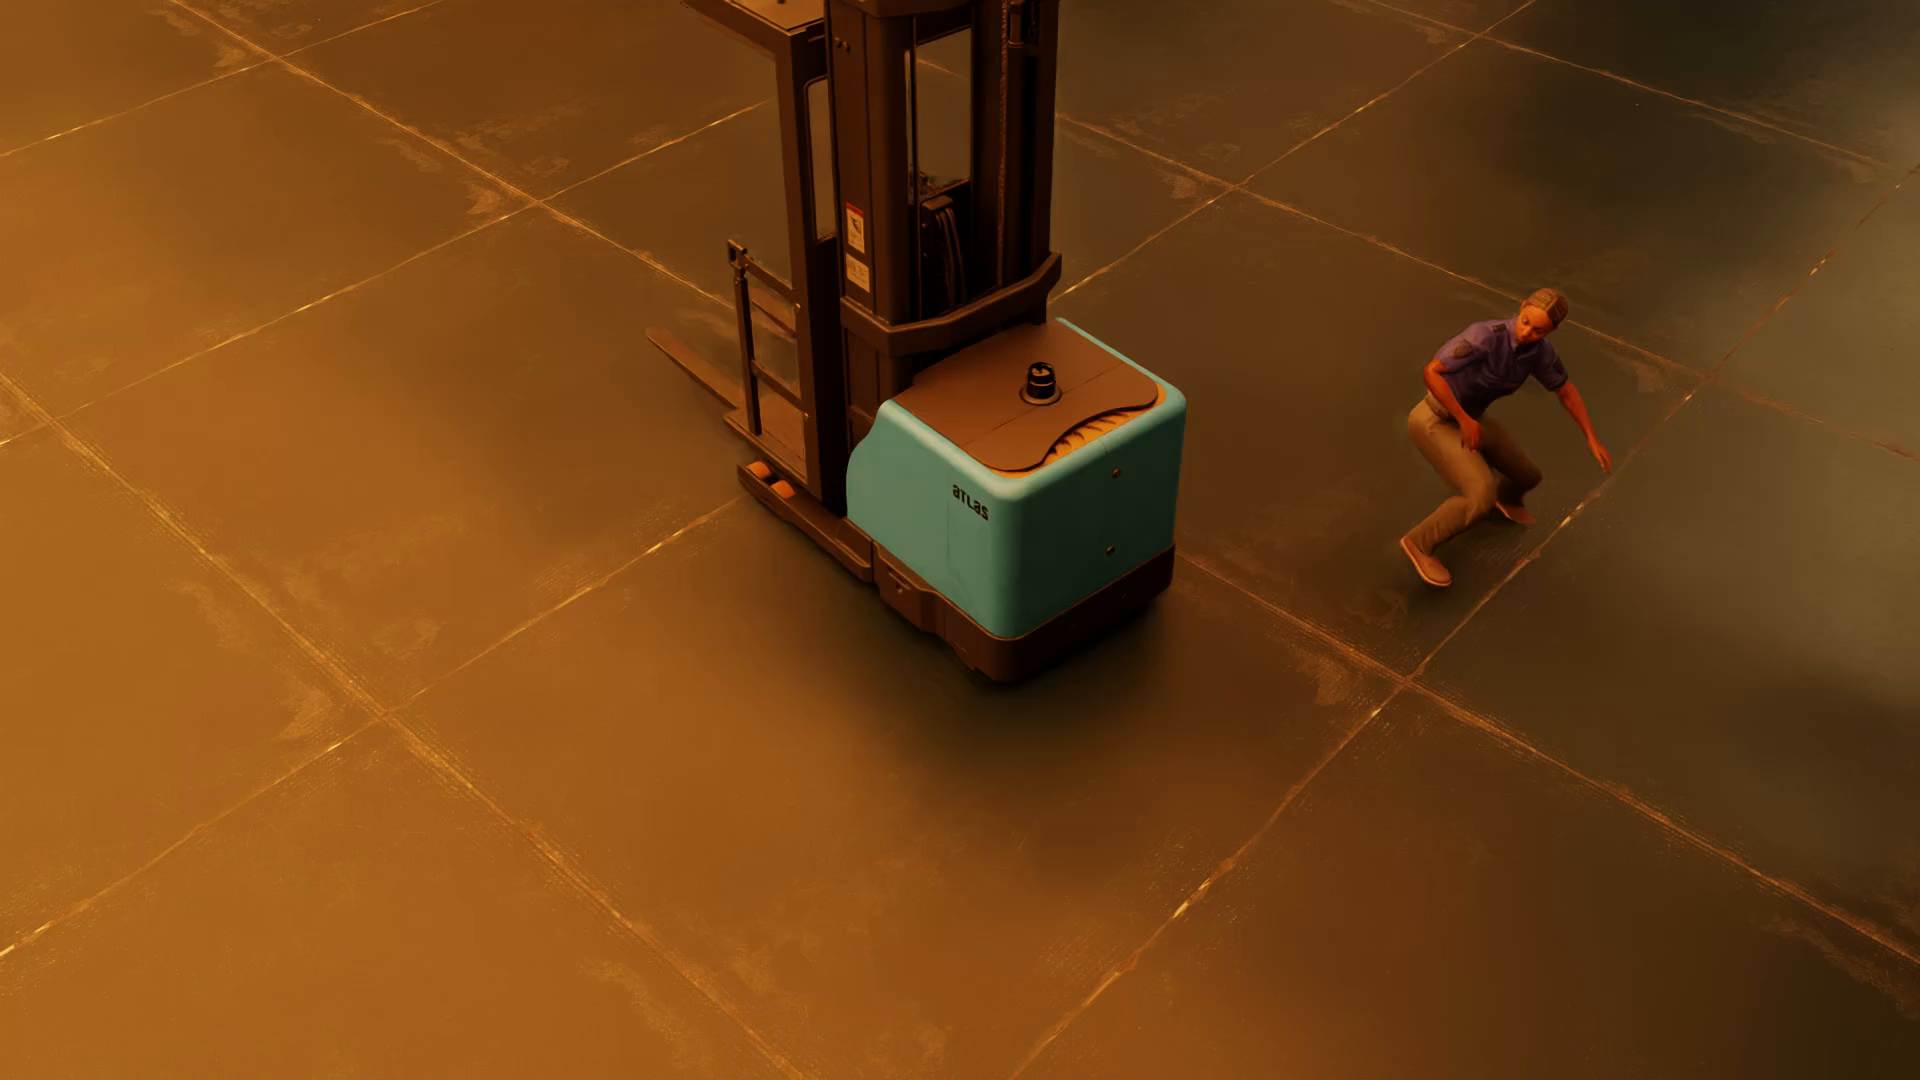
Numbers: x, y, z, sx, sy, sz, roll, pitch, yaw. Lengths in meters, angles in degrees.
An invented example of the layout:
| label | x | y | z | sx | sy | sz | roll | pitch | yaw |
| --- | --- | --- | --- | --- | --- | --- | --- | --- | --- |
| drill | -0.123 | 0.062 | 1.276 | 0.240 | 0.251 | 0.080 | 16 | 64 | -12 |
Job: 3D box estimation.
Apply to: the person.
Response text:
| label | x | y | z | sx | sy | sz | roll | pitch | yaw |
| --- | --- | --- | --- | --- | --- | --- | --- | --- | --- |
| person | 2.356 | -0.461 | 7.188 | 0.855 | 1.445 | 0.718 | -25 | 47 | -26 |

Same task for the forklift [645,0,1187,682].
| label | x | y | z | sx | sy | sz | roll | pitch | yaw |
| --- | --- | --- | --- | --- | --- | --- | --- | --- | --- |
| forklift | -0.399 | -1.414 | 7.076 | 1.130 | 2.935 | 3.031 | -29 | 48 | -29 |
